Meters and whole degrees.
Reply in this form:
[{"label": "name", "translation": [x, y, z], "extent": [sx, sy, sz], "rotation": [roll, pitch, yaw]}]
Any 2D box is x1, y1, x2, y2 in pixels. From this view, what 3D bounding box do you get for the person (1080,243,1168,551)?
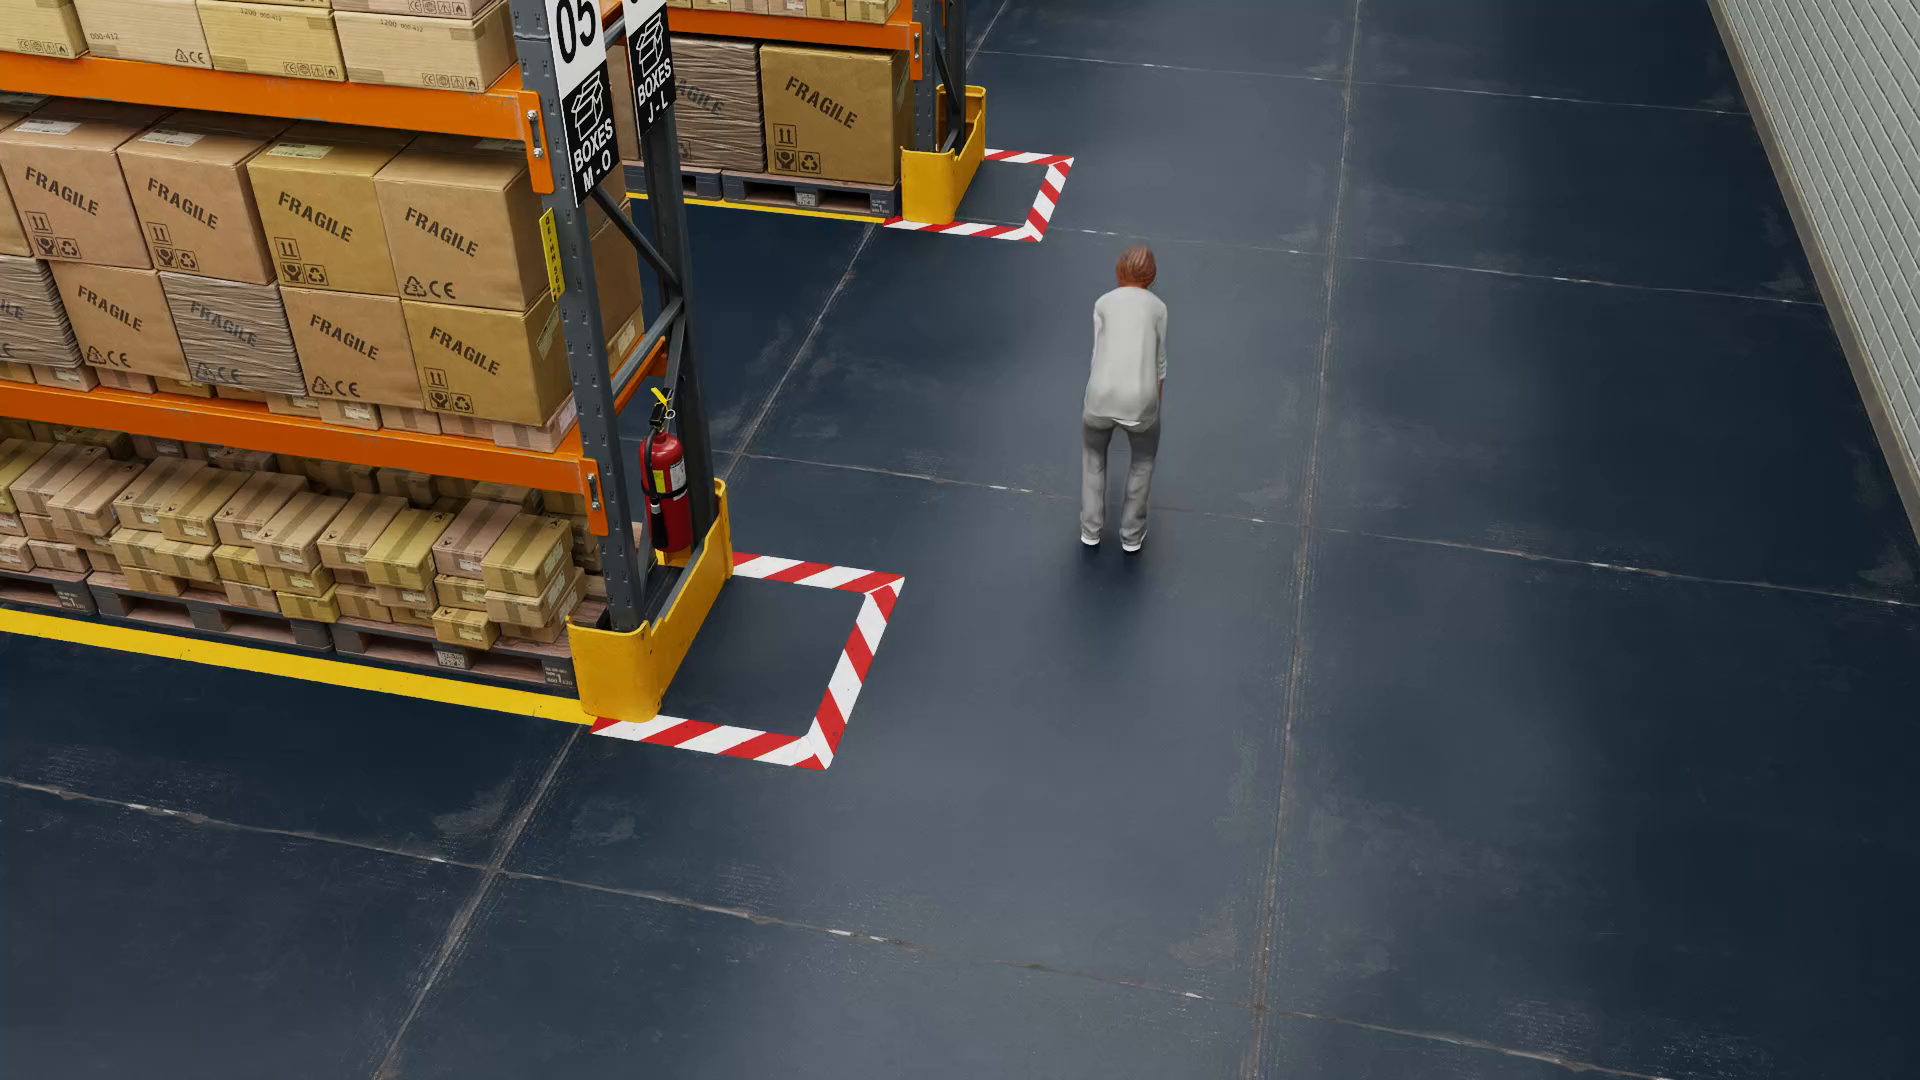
[{"label": "person", "translation": [0.794, -0.661, 8.005], "extent": [0.375, 1.409, 0.690], "rotation": [7, 38, 9]}]
